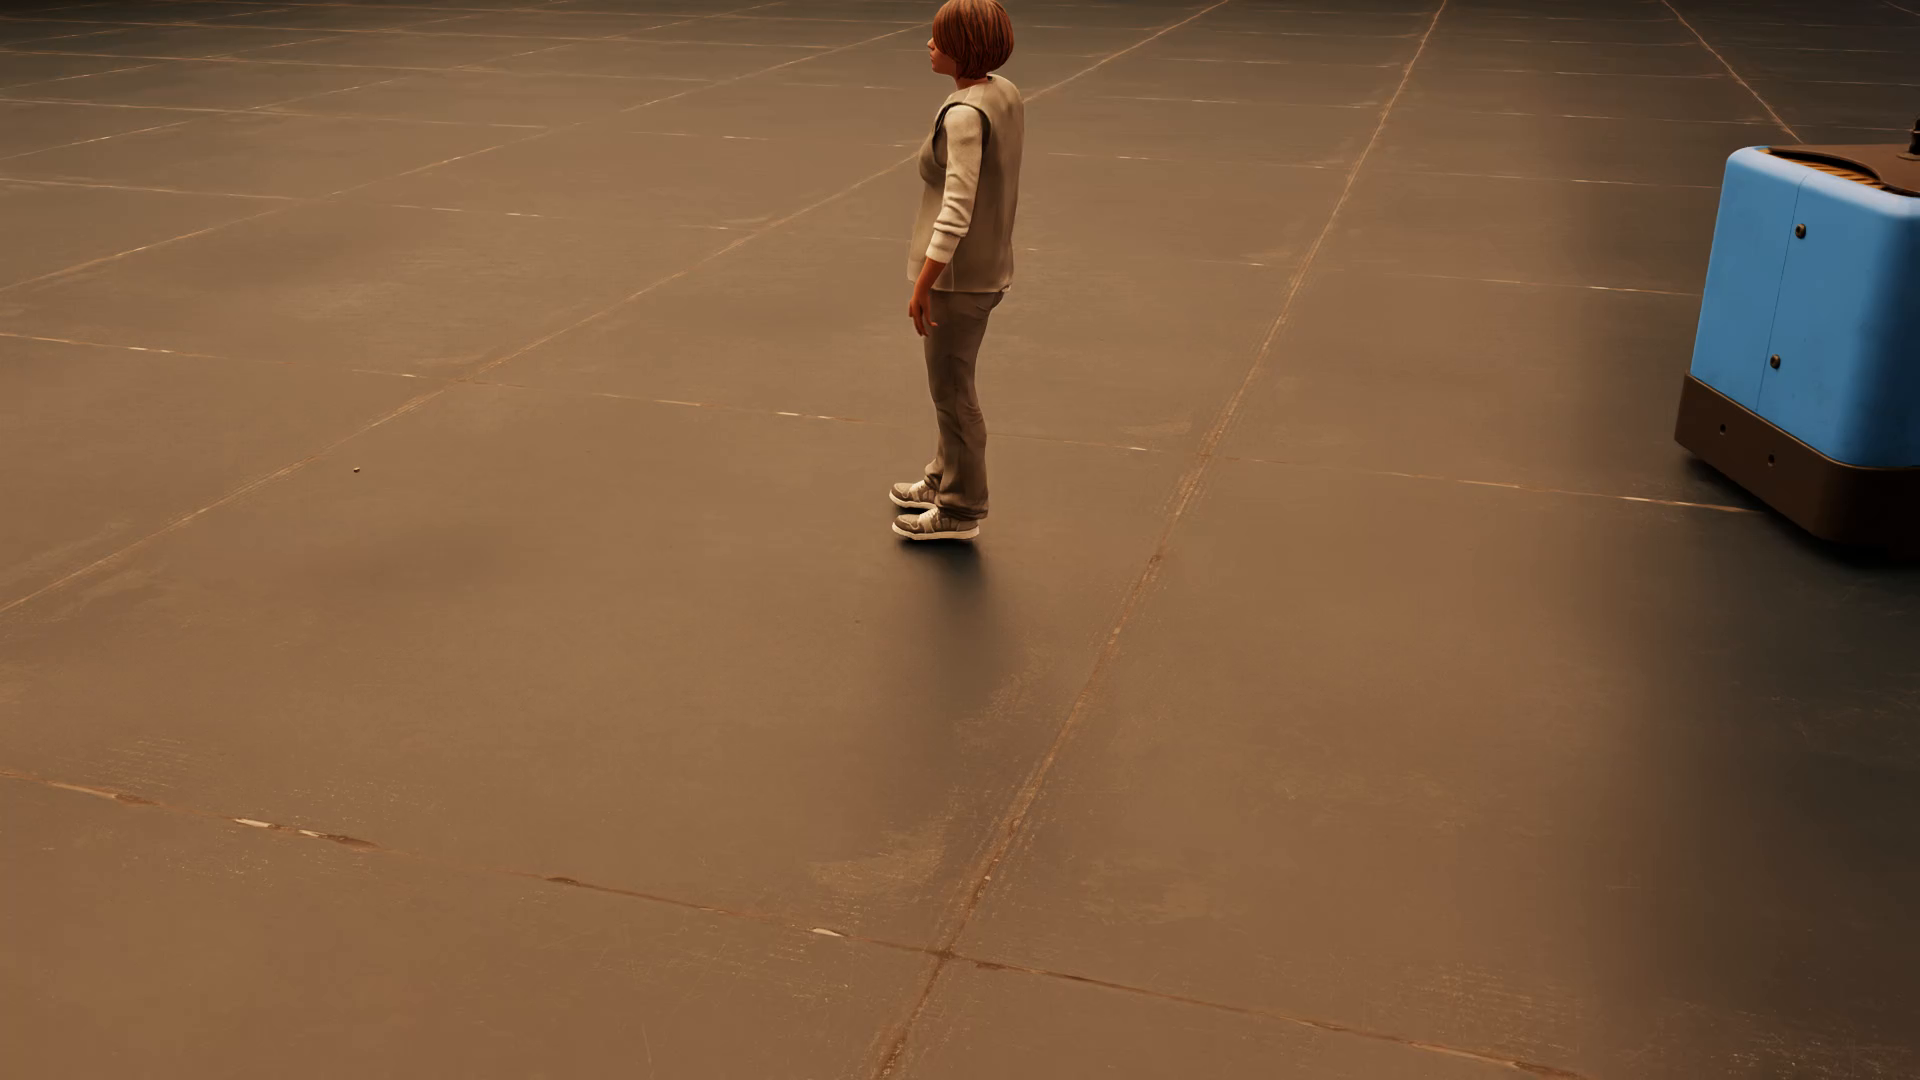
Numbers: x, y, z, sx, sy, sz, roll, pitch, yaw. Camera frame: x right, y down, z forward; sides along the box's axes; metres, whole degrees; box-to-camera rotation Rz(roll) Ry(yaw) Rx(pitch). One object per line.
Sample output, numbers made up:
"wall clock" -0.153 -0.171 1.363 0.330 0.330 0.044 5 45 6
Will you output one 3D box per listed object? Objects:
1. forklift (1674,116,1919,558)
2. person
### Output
"forklift" 4.022 -1.511 4.941 3.031 2.935 1.130 -2 22 -4
"person" -0.067 -0.759 4.846 0.473 1.599 0.520 7 23 16
